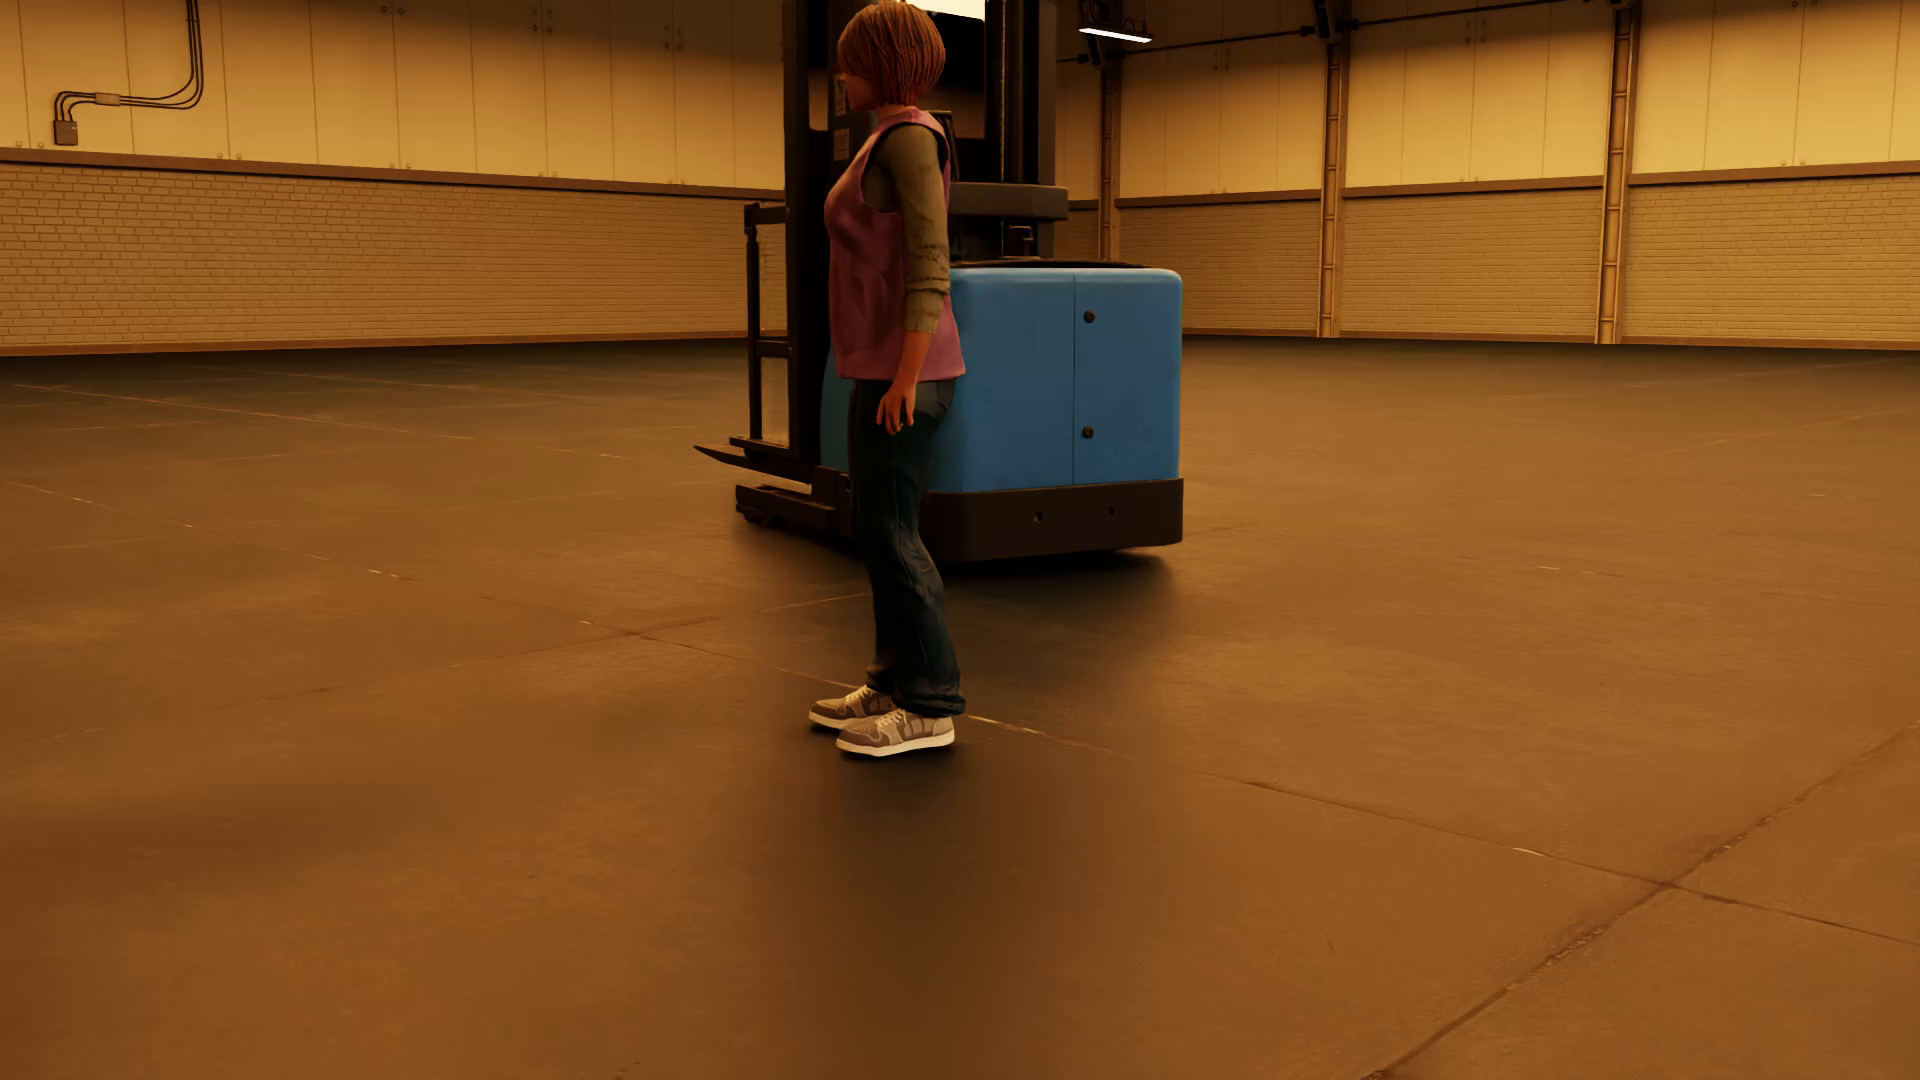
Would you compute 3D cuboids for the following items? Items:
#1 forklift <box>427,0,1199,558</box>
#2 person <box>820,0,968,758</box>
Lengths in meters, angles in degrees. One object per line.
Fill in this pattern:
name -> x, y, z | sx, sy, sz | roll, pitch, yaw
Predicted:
forklift -> -0.576, -1.458, 6.557 | 3.031, 2.935, 1.130 | 1, 9, 7
person -> -0.146, -0.341, 3.612 | 0.321, 1.603, 0.406 | -1, 9, -7
